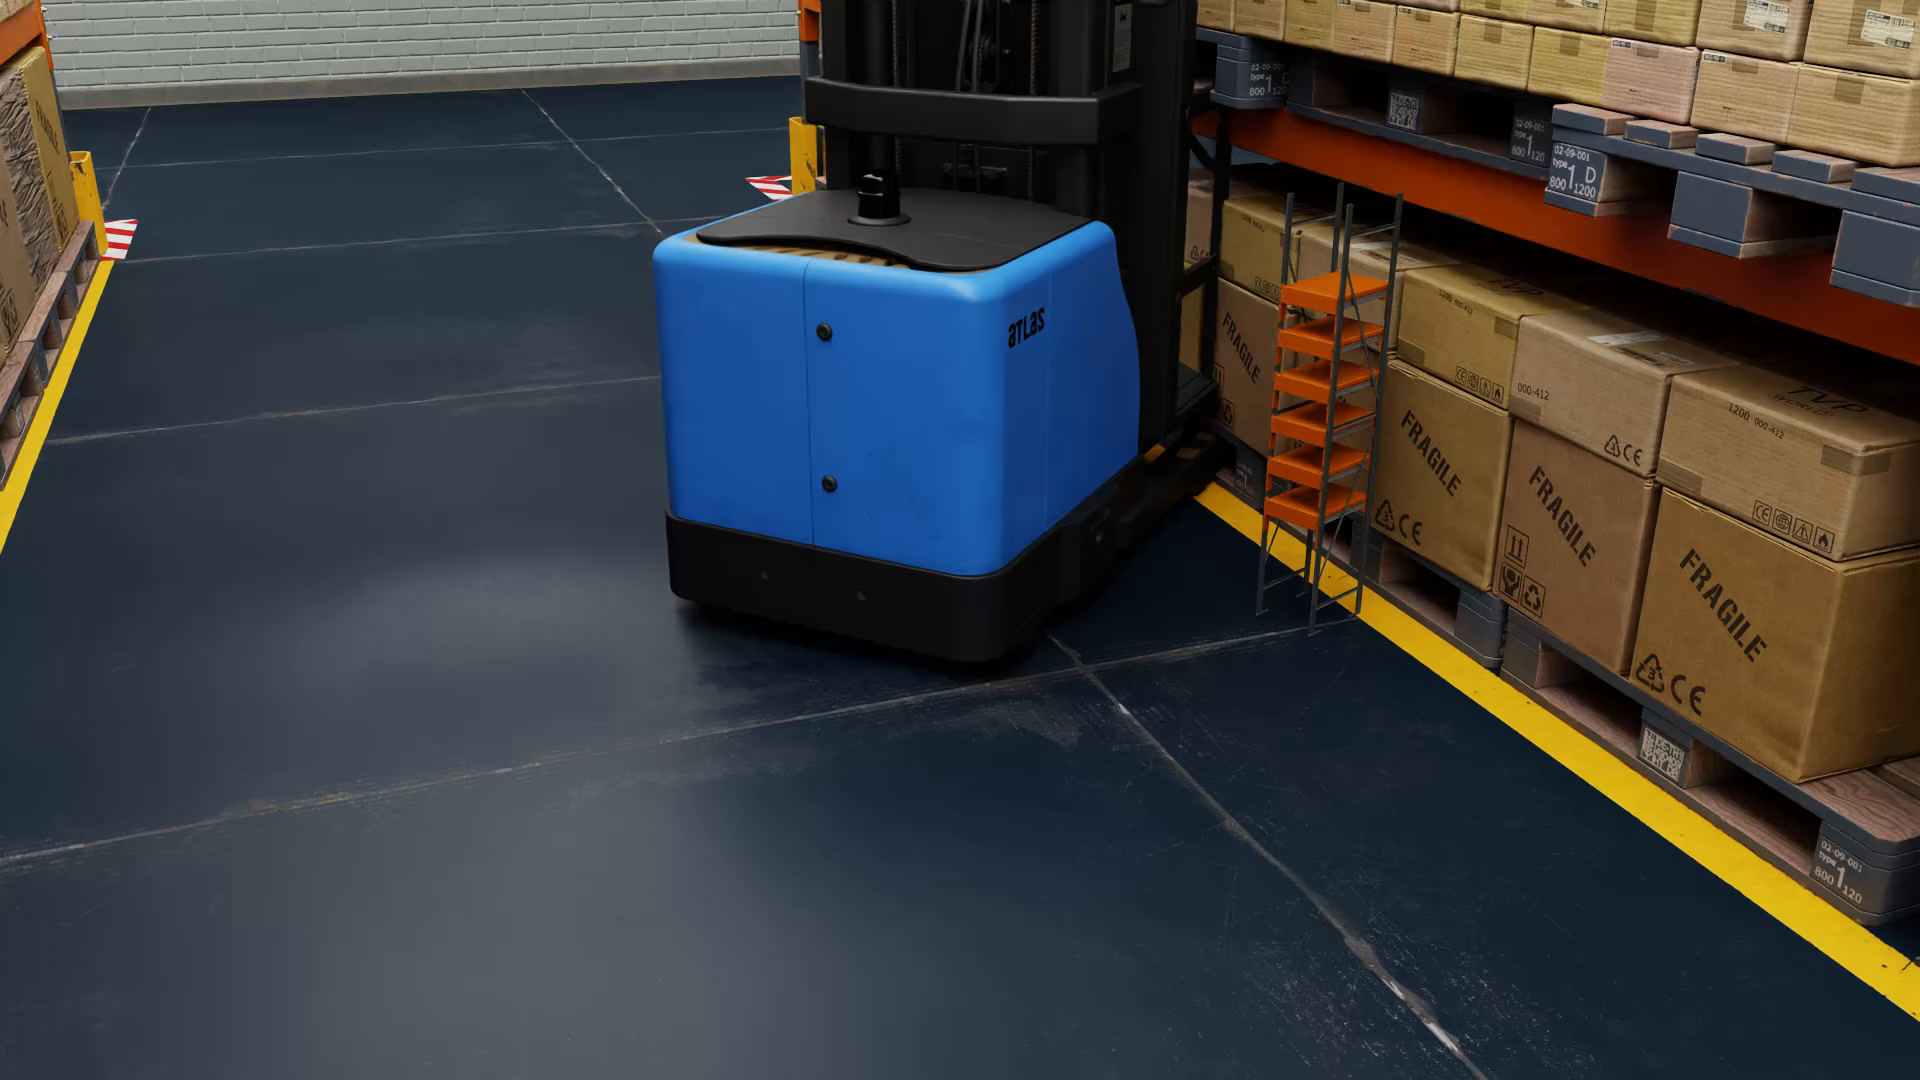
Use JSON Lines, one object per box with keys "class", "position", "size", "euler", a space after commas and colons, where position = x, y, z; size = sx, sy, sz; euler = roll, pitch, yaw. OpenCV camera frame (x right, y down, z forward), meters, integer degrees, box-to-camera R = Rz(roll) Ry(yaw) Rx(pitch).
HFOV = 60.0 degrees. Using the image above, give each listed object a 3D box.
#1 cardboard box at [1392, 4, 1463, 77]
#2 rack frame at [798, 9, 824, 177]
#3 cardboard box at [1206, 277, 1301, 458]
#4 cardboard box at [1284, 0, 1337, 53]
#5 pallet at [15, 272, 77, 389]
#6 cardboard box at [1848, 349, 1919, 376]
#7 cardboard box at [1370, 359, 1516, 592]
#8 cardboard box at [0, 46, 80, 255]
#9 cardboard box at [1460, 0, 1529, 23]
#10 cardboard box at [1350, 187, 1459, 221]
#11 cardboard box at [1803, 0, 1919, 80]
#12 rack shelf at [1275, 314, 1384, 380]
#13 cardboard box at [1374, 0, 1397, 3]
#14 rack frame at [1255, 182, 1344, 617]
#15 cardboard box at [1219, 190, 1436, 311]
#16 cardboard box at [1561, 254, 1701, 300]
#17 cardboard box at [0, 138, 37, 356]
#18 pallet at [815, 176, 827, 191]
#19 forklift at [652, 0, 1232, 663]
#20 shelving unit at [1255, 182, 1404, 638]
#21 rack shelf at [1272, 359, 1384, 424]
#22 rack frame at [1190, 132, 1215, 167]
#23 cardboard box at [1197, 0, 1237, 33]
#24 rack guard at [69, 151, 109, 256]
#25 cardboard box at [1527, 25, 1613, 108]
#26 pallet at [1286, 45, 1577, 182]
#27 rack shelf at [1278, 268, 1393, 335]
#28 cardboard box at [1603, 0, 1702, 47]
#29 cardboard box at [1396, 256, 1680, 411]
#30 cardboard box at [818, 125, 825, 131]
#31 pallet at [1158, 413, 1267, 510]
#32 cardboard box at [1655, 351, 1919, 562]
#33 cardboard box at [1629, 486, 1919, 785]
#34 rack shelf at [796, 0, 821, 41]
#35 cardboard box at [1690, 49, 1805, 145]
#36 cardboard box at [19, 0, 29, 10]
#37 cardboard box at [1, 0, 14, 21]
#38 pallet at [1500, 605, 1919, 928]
{"class": "cardboard box", "position": [1.315, -1.254, 4.146], "size": [0.380, 0.149, 0.250], "euler": [-8, 24, -17]}
{"class": "rack frame", "position": [-0.459, -3.500, 9.693], "size": [1.000, 3.000, 0.127], "euler": [-8, 24, -19]}
{"class": "cardboard box", "position": [1.155, -0.592, 5.469], "size": [0.500, 0.500, 0.500], "euler": [-7, 24, -17]}
{"class": "cardboard box", "position": [1.129, -1.445, 4.598], "size": [0.380, 0.149, 0.250], "euler": [-9, 24, -20]}
{"class": "pallet", "position": [-4.352, -0.849, 6.993], "size": [1.003, 0.211, 1.213], "euler": [-8, 24, -19]}
{"class": "cardboard box", "position": [2.350, -0.264, 3.728], "size": [0.500, 0.250, 0.500], "euler": [-9, 25, -21]}
{"class": "cardboard box", "position": [1.508, -0.217, 4.582], "size": [0.500, 0.500, 0.500], "euler": [-9, 25, -21]}
{"class": "cardboard box", "position": [-4.834, -1.849, 7.971], "size": [0.875, 0.875, 0.875], "euler": [-8, 24, -19]}
{"class": "cardboard box", "position": [1.402, -1.299, 3.870], "size": [0.380, 0.149, 0.250], "euler": [-9, 24, -19]}
{"class": "cardboard box", "position": [1.623, -1.010, 5.495], "size": [0.500, 0.250, 0.500], "euler": [-7, 24, -16]}
{"class": "cardboard box", "position": [1.767, -0.925, 2.983], "size": [0.380, 0.149, 0.250], "euler": [-8, 24, -18]}
{"class": "rack shelf", "position": [0.993, -0.520, 4.436], "size": [0.258, 0.103, 0.180], "euler": [-20, 30, -39]}
{"class": "cardboard box", "position": [1.217, -1.487, 4.317], "size": [0.380, 0.149, 0.250], "euler": [-9, 24, -20]}
{"class": "rack frame", "position": [0.931, -0.366, 4.574], "size": [0.240, 1.200, 0.006], "euler": [-20, 30, -39]}
{"class": "cardboard box", "position": [1.158, -0.936, 5.321], "size": [0.500, 0.250, 0.500], "euler": [-8, 24, -18]}
{"class": "cardboard box", "position": [2.008, -0.630, 4.595], "size": [0.500, 0.250, 0.500], "euler": [-8, 24, -19]}
{"class": "cardboard box", "position": [-4.198, -1.195, 6.419], "size": [0.875, 0.875, 0.875], "euler": [-8, 24, -19]}
{"class": "pallet", "position": [-0.178, -1.888, 9.457], "size": [1.003, 0.211, 1.213], "euler": [-8, 24, -19]}
{"class": "forklift", "position": [0.289, -1.568, 5.197], "size": [1.130, 2.935, 3.031], "euler": [11, 25, 25]}
{"class": "shelving unit", "position": [0.993, -0.340, 4.512], "size": [0.258, 1.200, 0.189], "euler": [-20, 30, -39]}
{"class": "rack shelf", "position": [0.993, -0.410, 4.483], "size": [0.258, 0.103, 0.180], "euler": [-20, 30, -39]}
{"class": "rack frame", "position": [0.954, -2.047, 6.244], "size": [1.000, 3.000, 0.127], "euler": [-8, 24, -19]}
{"class": "cardboard box", "position": [0.939, -1.636, 5.052], "size": [0.380, 0.149, 0.250], "euler": [-8, 24, -18]}
{"class": "rack guard", "position": [-5.143, -1.713, 8.671], "size": [1.175, 0.500, 0.348], "euler": [-8, 24, -19]}
{"class": "cardboard box", "position": [1.501, -1.062, 3.691], "size": [0.380, 0.149, 0.250], "euler": [-9, 24, -20]}
{"class": "pallet", "position": [1.630, -1.219, 4.526], "size": [1.003, 0.211, 1.213], "euler": [-8, 24, -19]}
{"class": "rack shelf", "position": [0.993, -0.631, 4.389], "size": [0.258, 0.103, 0.180], "euler": [-20, 30, -39]}
{"class": "cardboard box", "position": [1.575, -1.117, 3.439], "size": [0.380, 0.149, 0.250], "euler": [-8, 24, -18]}
{"class": "cardboard box", "position": [1.527, -0.562, 4.434], "size": [0.500, 0.250, 0.500], "euler": [-8, 24, -18]}
{"class": "cardboard box", "position": [-0.592, -2.417, 9.487], "size": [0.380, 0.149, 0.250], "euler": [-10, 25, -21]}
{"class": "pallet", "position": [1.230, -0.479, 6.115], "size": [1.003, 0.211, 1.213], "euler": [-8, 24, -19]}
{"class": "cardboard box", "position": [1.880, -0.193, 3.559], "size": [0.500, 0.250, 0.500], "euler": [-9, 24, -20]}
{"class": "cardboard box", "position": [1.890, 0.162, 3.682], "size": [0.500, 0.500, 0.500], "euler": [-8, 24, -19]}
{"class": "rack shelf", "position": [0.248, -2.442, 8.108], "size": [1.077, 0.370, 4.000], "euler": [-8, 24, -19]}
{"class": "cardboard box", "position": [1.677, -0.878, 3.254], "size": [0.380, 0.149, 0.250], "euler": [-8, 24, -19]}
{"class": "cardboard box", "position": [-4.608, -2.562, 7.791], "size": [0.380, 0.149, 0.250], "euler": [-8, 24, -18]}
{"class": "cardboard box", "position": [-4.432, -2.380, 7.357], "size": [0.380, 0.149, 0.250], "euler": [-8, 24, -18]}
{"class": "pallet", "position": [2.092, 0.407, 4.012], "size": [1.003, 0.211, 1.213], "euler": [-8, 24, -19]}
